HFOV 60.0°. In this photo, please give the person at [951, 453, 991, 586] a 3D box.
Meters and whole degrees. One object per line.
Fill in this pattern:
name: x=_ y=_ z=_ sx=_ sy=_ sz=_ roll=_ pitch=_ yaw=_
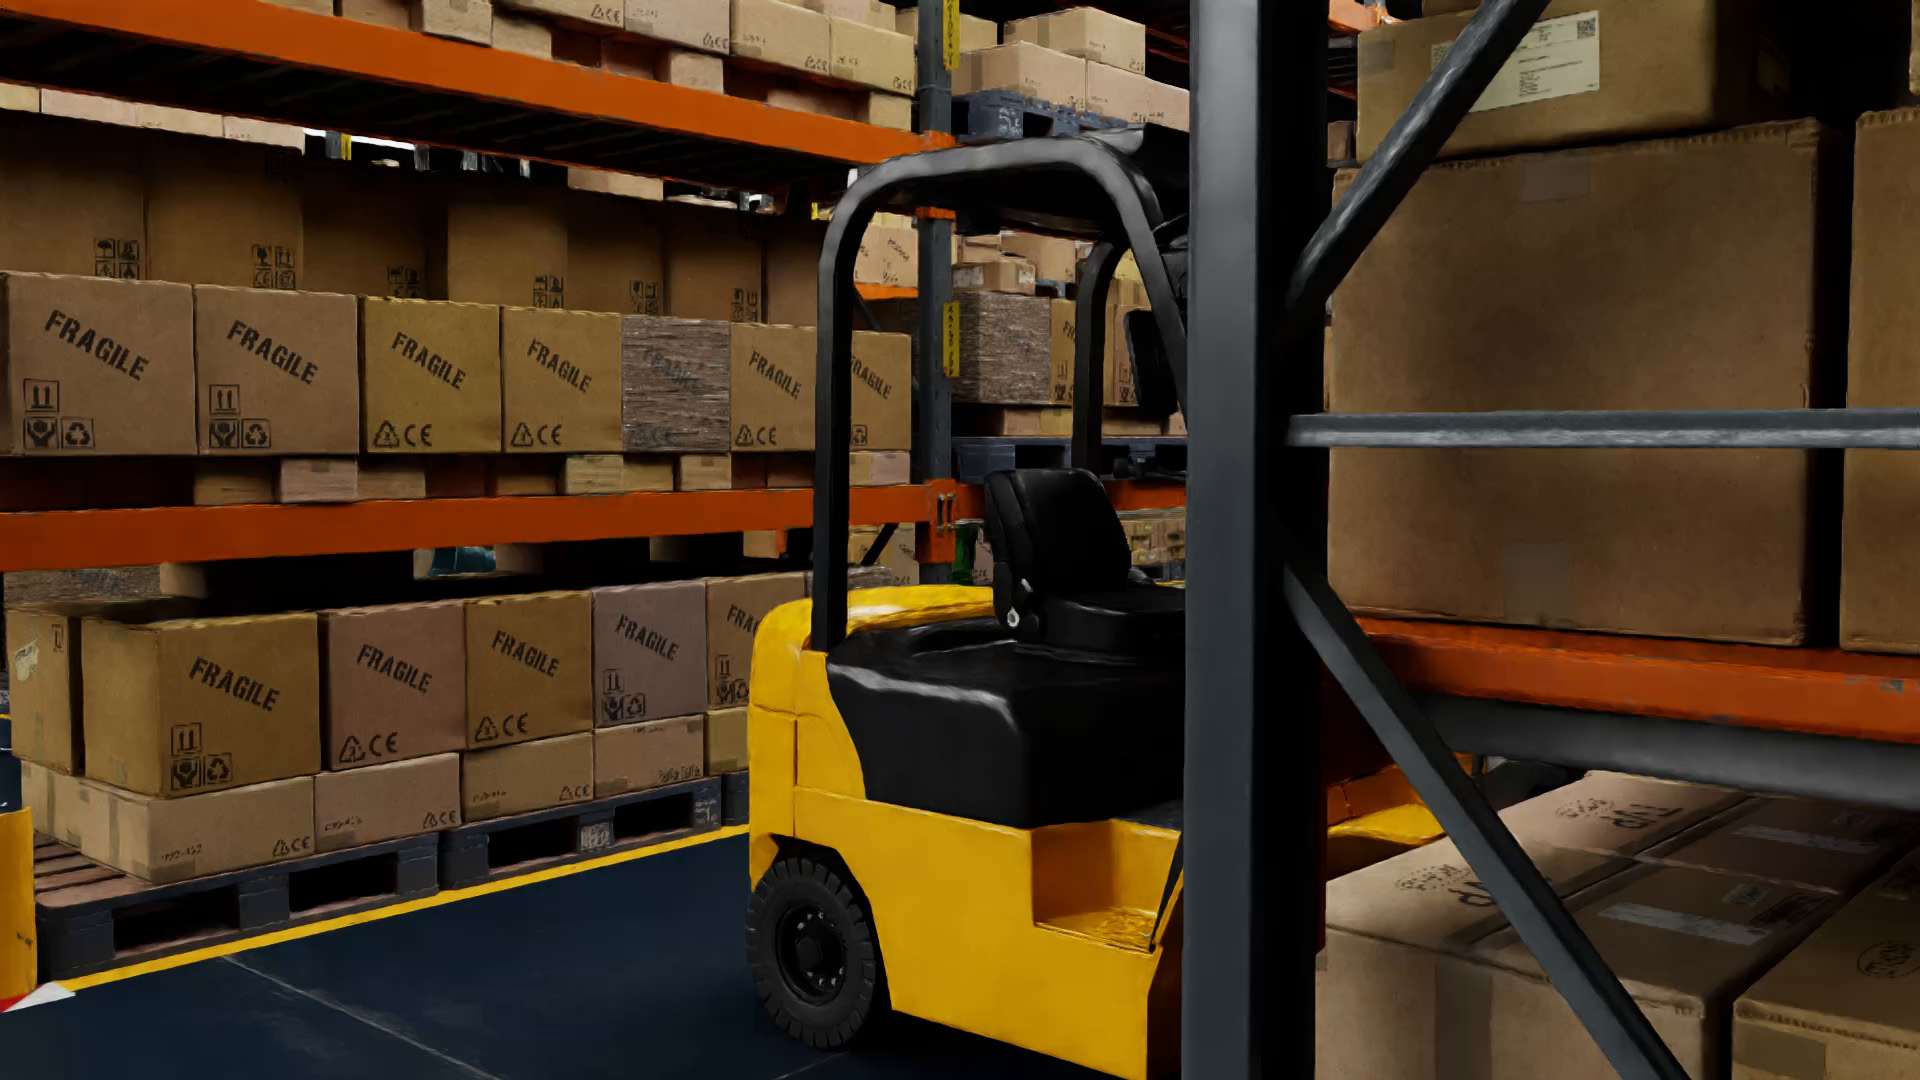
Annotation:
person: x=-0.018 y=0.034 z=11.334 sx=0.634 sy=1.551 sz=0.753 roll=2 pitch=4 yaw=31
